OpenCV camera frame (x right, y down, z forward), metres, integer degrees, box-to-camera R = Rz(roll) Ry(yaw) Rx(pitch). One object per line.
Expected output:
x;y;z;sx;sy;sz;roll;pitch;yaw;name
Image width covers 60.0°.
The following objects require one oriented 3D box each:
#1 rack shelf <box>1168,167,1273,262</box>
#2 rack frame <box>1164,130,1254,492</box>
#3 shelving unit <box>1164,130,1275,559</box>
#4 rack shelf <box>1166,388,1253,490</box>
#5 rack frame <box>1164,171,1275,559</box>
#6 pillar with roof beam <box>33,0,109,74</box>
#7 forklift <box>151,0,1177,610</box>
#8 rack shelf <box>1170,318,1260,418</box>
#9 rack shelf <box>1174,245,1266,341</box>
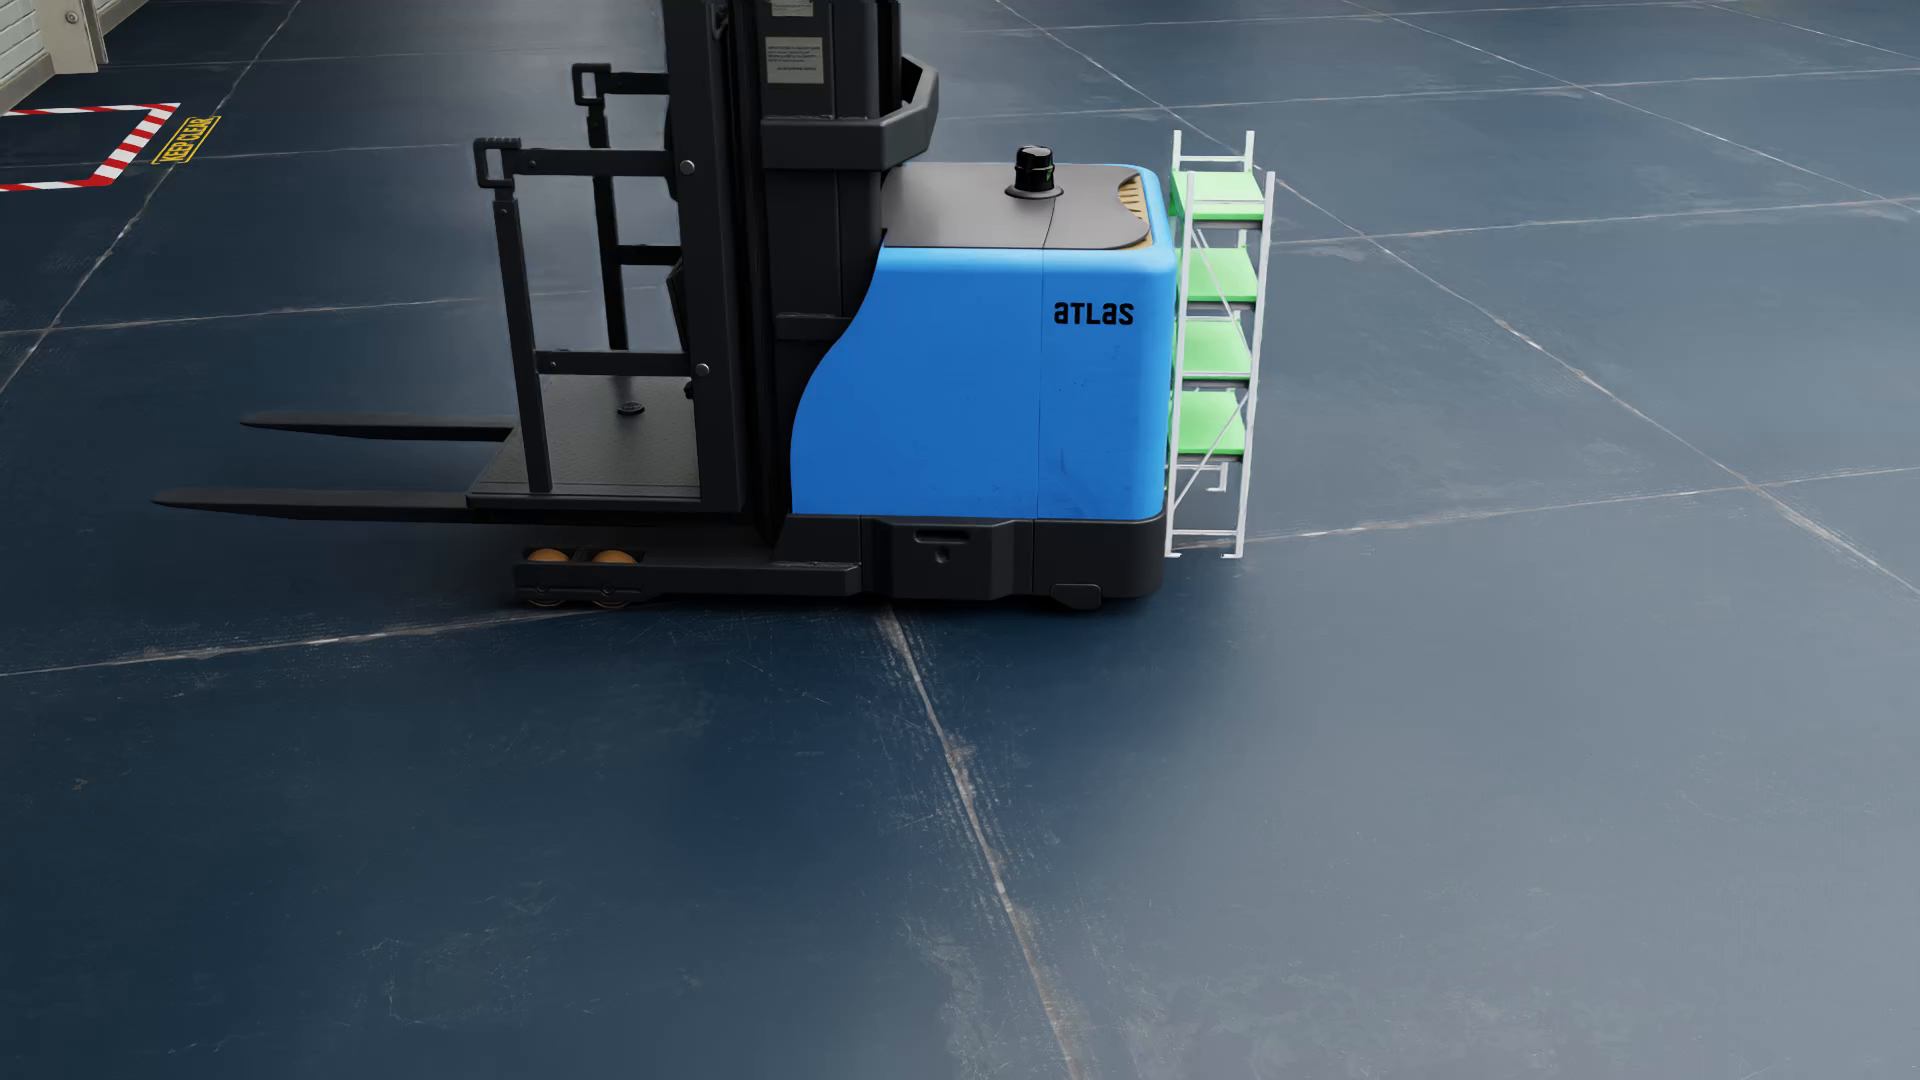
0.761;-0.965;4.907;0.258;0.148;0.480;1;27;2;rack shelf
0.770;-0.703;5.312;0.240;1.200;0.015;1;27;2;rack frame
0.761;-0.594;5.094;0.258;1.200;0.503;1;27;2;shelving unit
0.761;-0.322;5.231;0.258;0.148;0.480;1;27;2;rack shelf
0.751;-0.484;4.877;0.240;1.200;0.015;1;27;2;rack frame
-2.156;-7.859;10.833;9.100;9.000;0.400;-6;27;-12;pillar with roof beam
-0.902;-1.345;4.661;3.031;2.935;1.130;1;27;2;forklift
0.761;-0.536;5.123;0.258;0.148;0.480;1;27;2;rack shelf
0.761;-0.751;5.015;0.258;0.148;0.480;1;27;2;rack shelf
